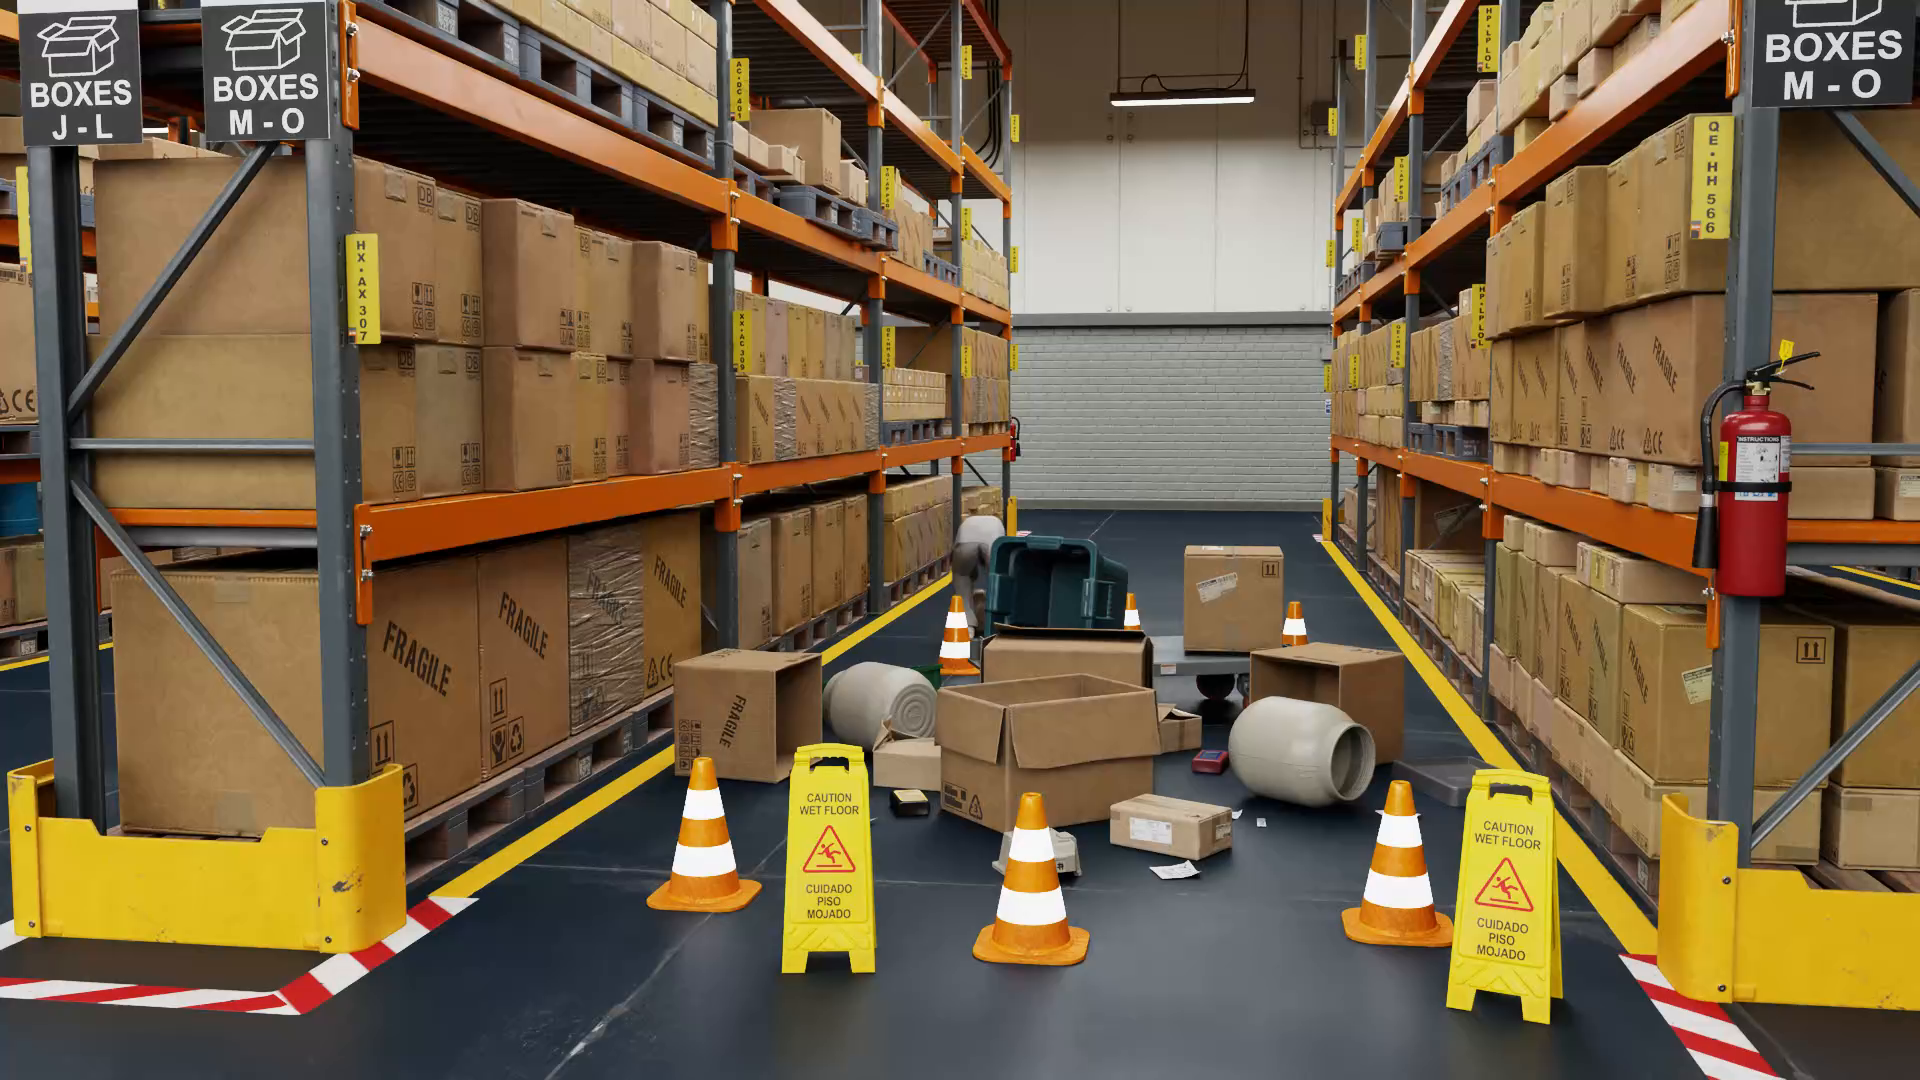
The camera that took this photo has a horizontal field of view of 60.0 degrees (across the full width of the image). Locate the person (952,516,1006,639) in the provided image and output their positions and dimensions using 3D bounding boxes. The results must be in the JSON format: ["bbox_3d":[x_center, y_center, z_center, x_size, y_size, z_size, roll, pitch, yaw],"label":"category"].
[{"bbox_3d":[0.168,0.251,11.800,0.461,0.865,0.850,0,5,5],"label":"person"}]
